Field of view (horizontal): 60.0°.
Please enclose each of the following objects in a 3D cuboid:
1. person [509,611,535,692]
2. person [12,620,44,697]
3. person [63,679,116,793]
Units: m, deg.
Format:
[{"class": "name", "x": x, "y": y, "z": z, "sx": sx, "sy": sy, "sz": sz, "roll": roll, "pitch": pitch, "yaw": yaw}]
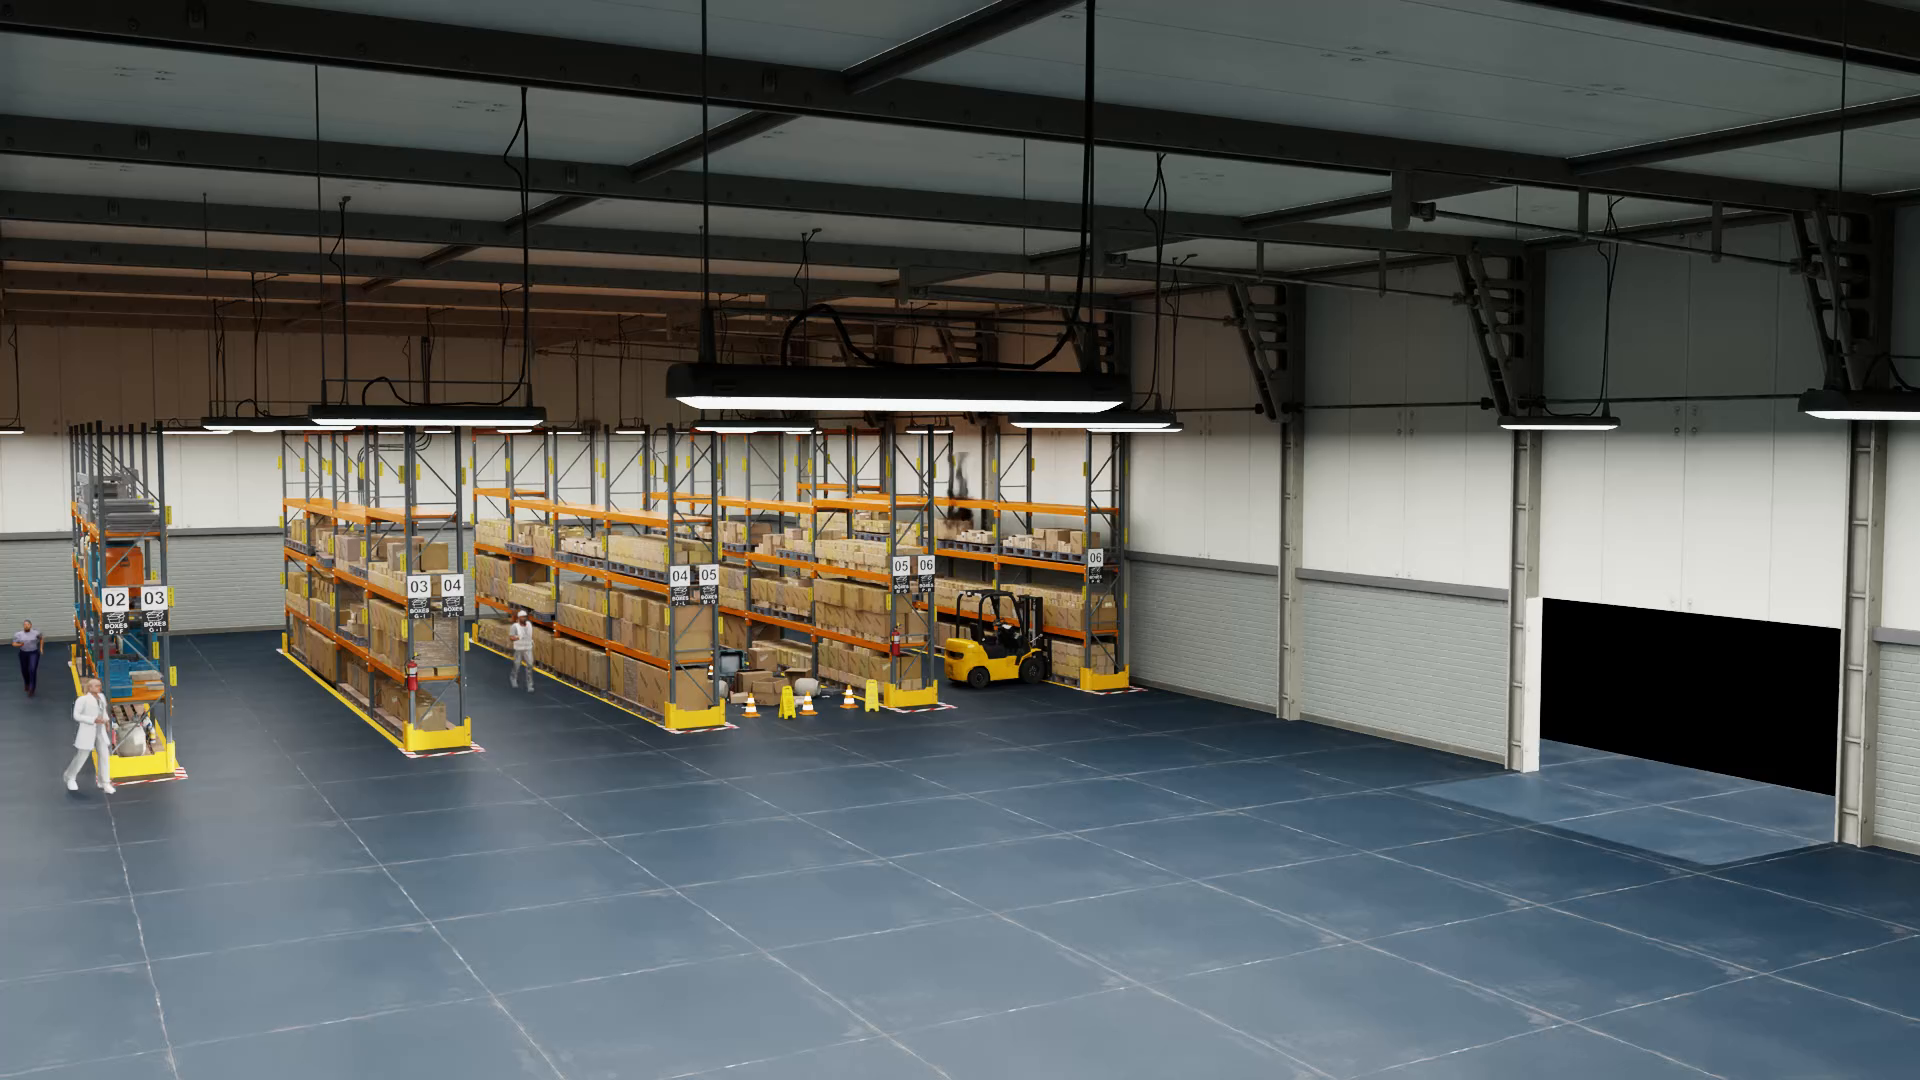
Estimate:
[{"class": "person", "x": -9.880, "y": 2.488, "z": 37.516, "sx": 0.672, "sy": 1.812, "sz": 0.930, "roll": -3, "pitch": 4, "yaw": -37}, {"class": "person", "x": -20.705, "y": 2.598, "z": 36.957, "sx": 0.590, "sy": 1.670, "sz": 0.909, "roll": -2, "pitch": 4, "yaw": -23}, {"class": "person", "x": -14.052, "y": 3.162, "z": 26.943, "sx": 0.921, "sy": 1.827, "sz": 0.746, "roll": 1, "pitch": 4, "yaw": 21}]
